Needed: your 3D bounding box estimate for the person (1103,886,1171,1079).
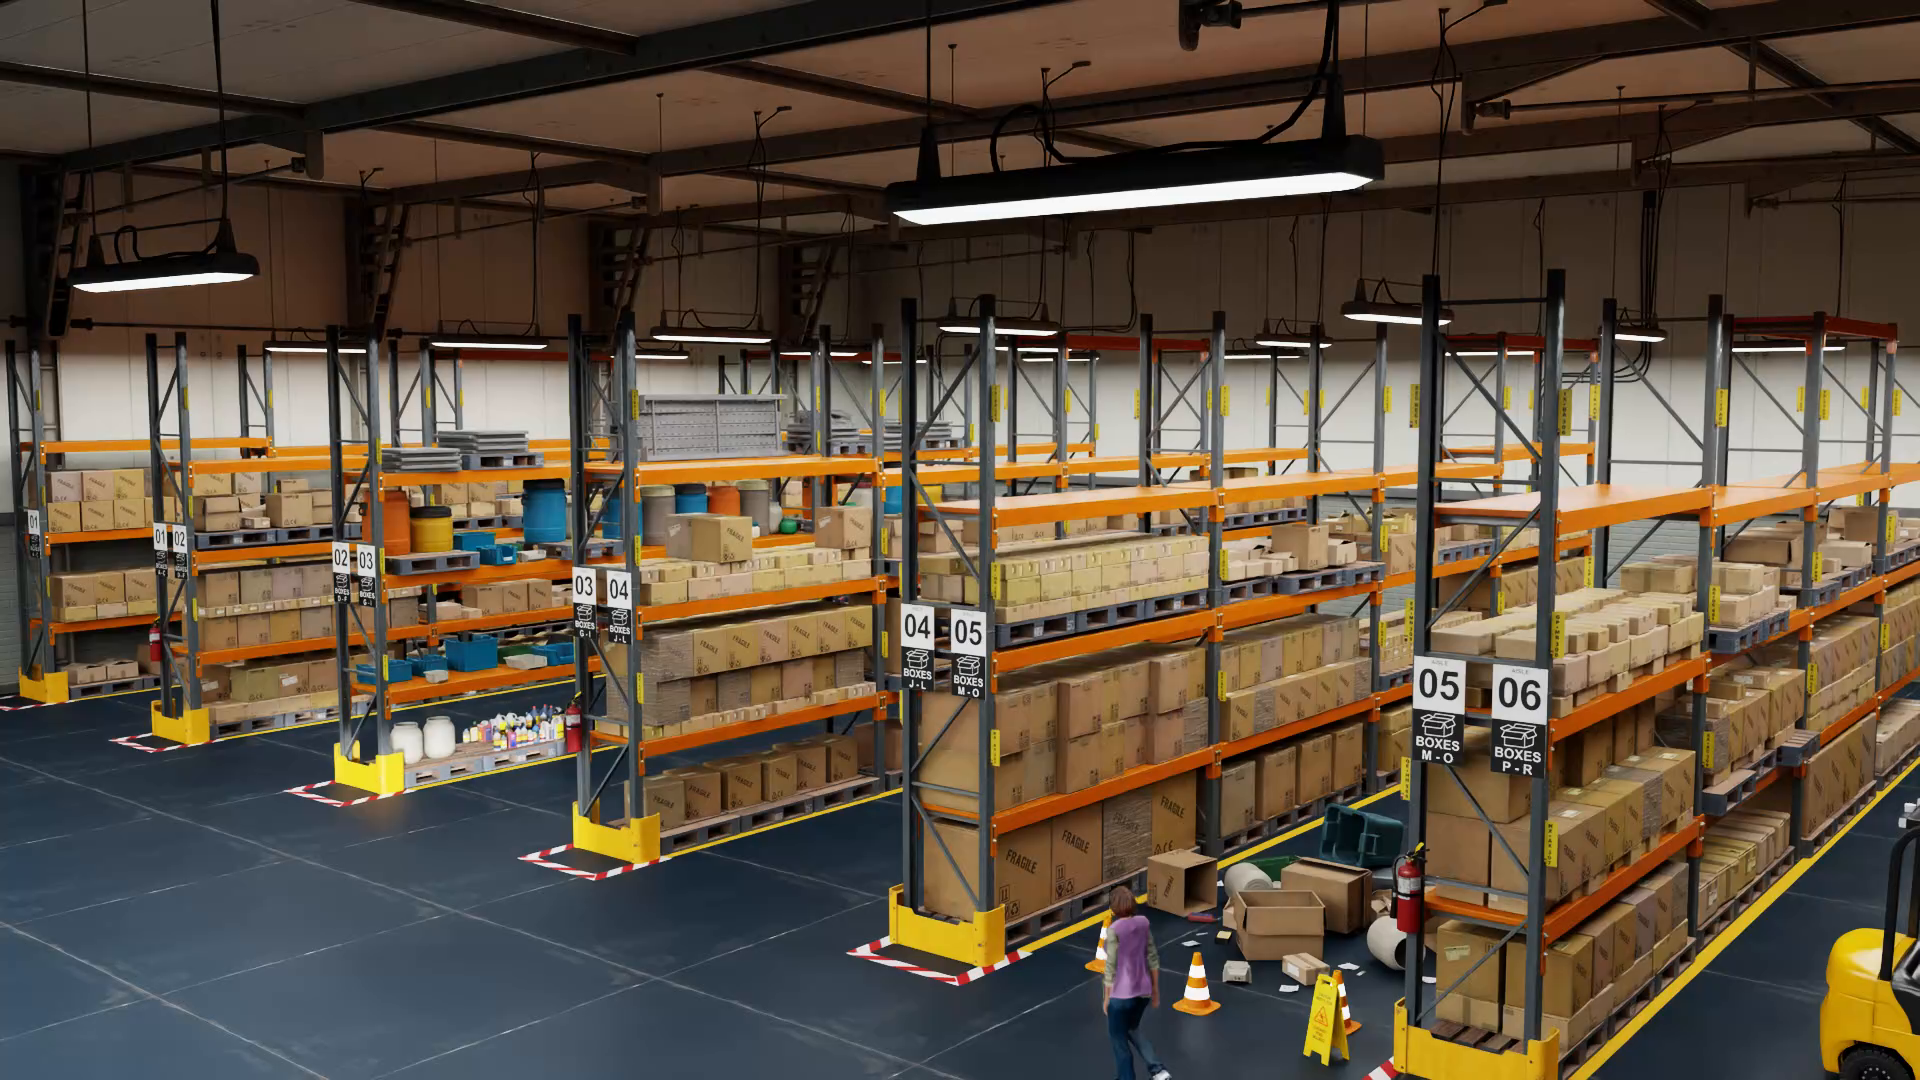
[{"bbox_3d":[1.261,3.284,11.969,0.419,1.584,0.518,-4,6,-37],"label":"person"}]
